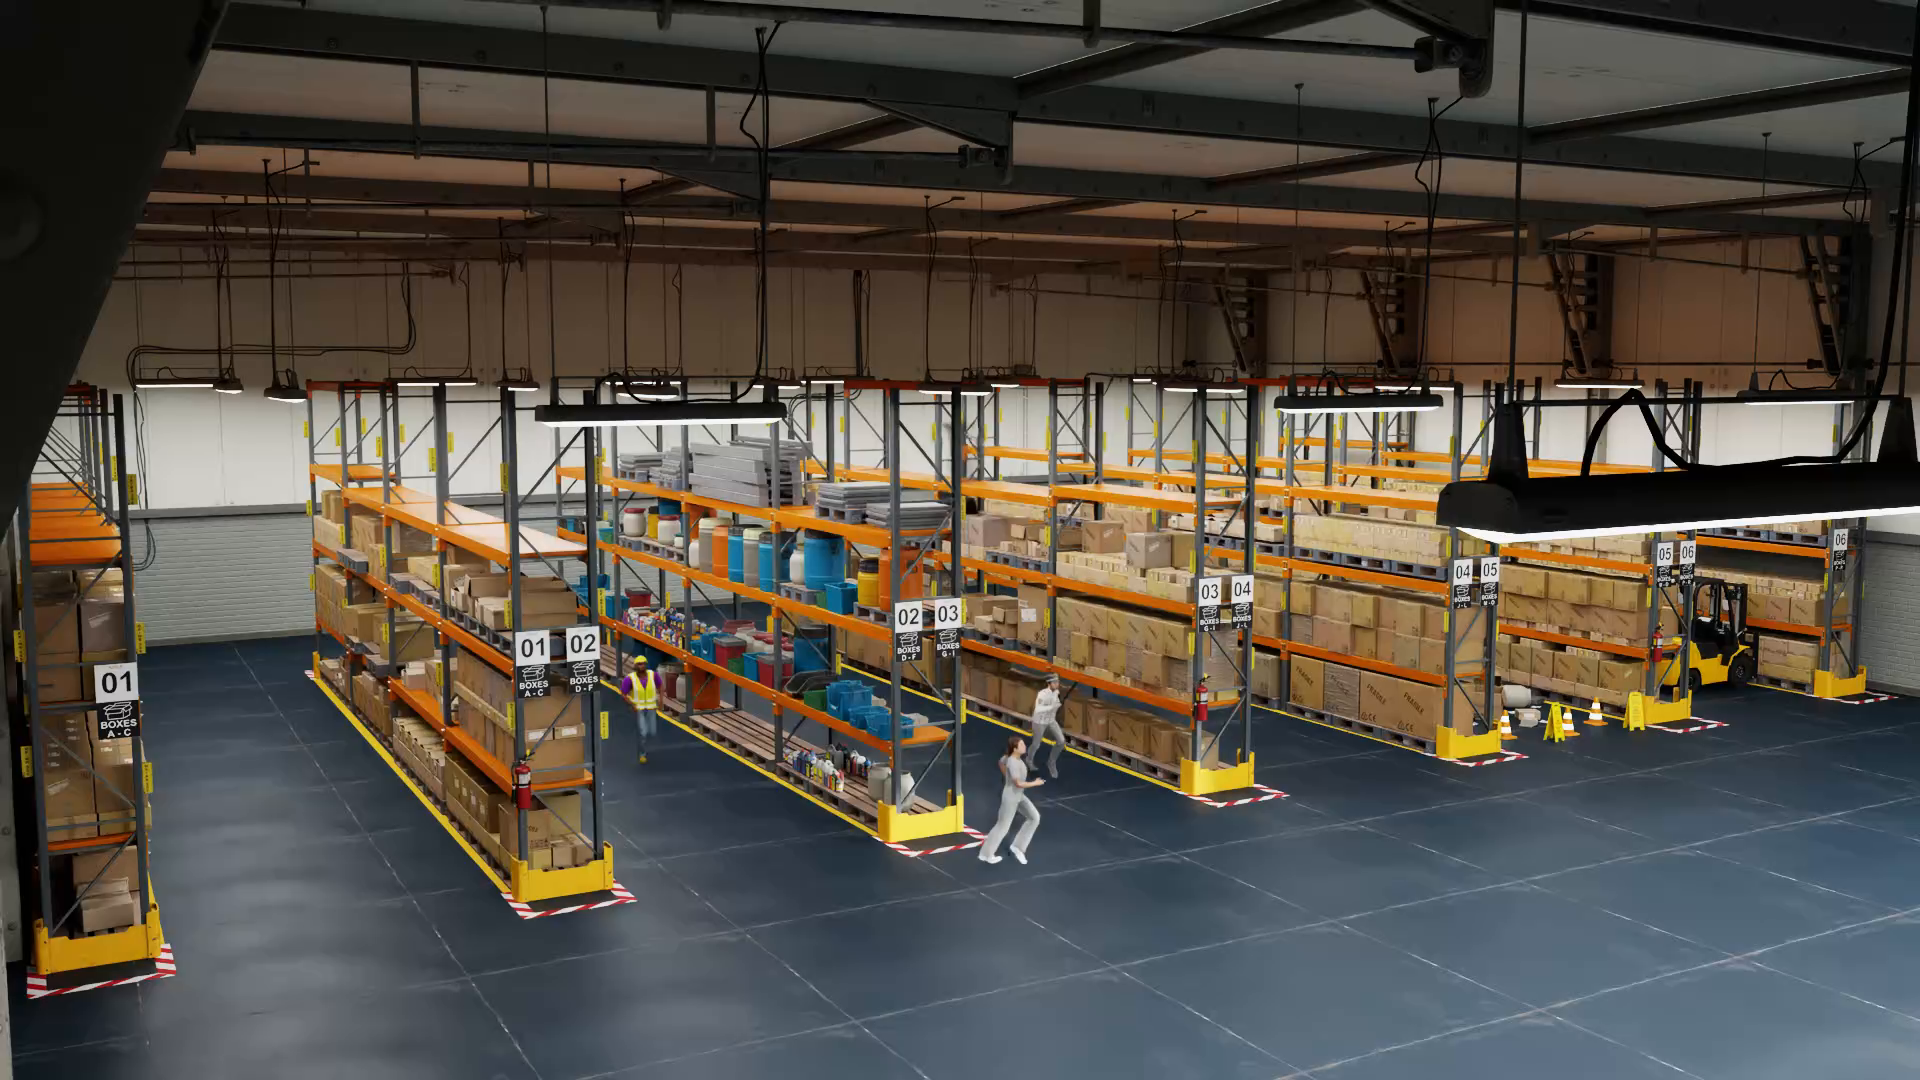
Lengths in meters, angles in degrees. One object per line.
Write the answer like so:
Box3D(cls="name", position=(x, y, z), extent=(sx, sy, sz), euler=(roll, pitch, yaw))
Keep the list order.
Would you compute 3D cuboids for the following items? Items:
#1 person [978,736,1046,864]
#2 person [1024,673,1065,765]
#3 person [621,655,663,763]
Box3D(cls="person", position=(0.662, 3.275, 20.955), extent=(0.847, 1.662, 0.573), euler=(1, 6, 9))
Box3D(cls="person", position=(1.299, 2.736, 25.391), extent=(0.598, 1.505, 0.857), euler=(-4, 8, -36))
Box3D(cls="person", position=(-5.034, 2.673, 26.414), extent=(0.713, 1.730, 0.662), euler=(-3, 7, -26))
